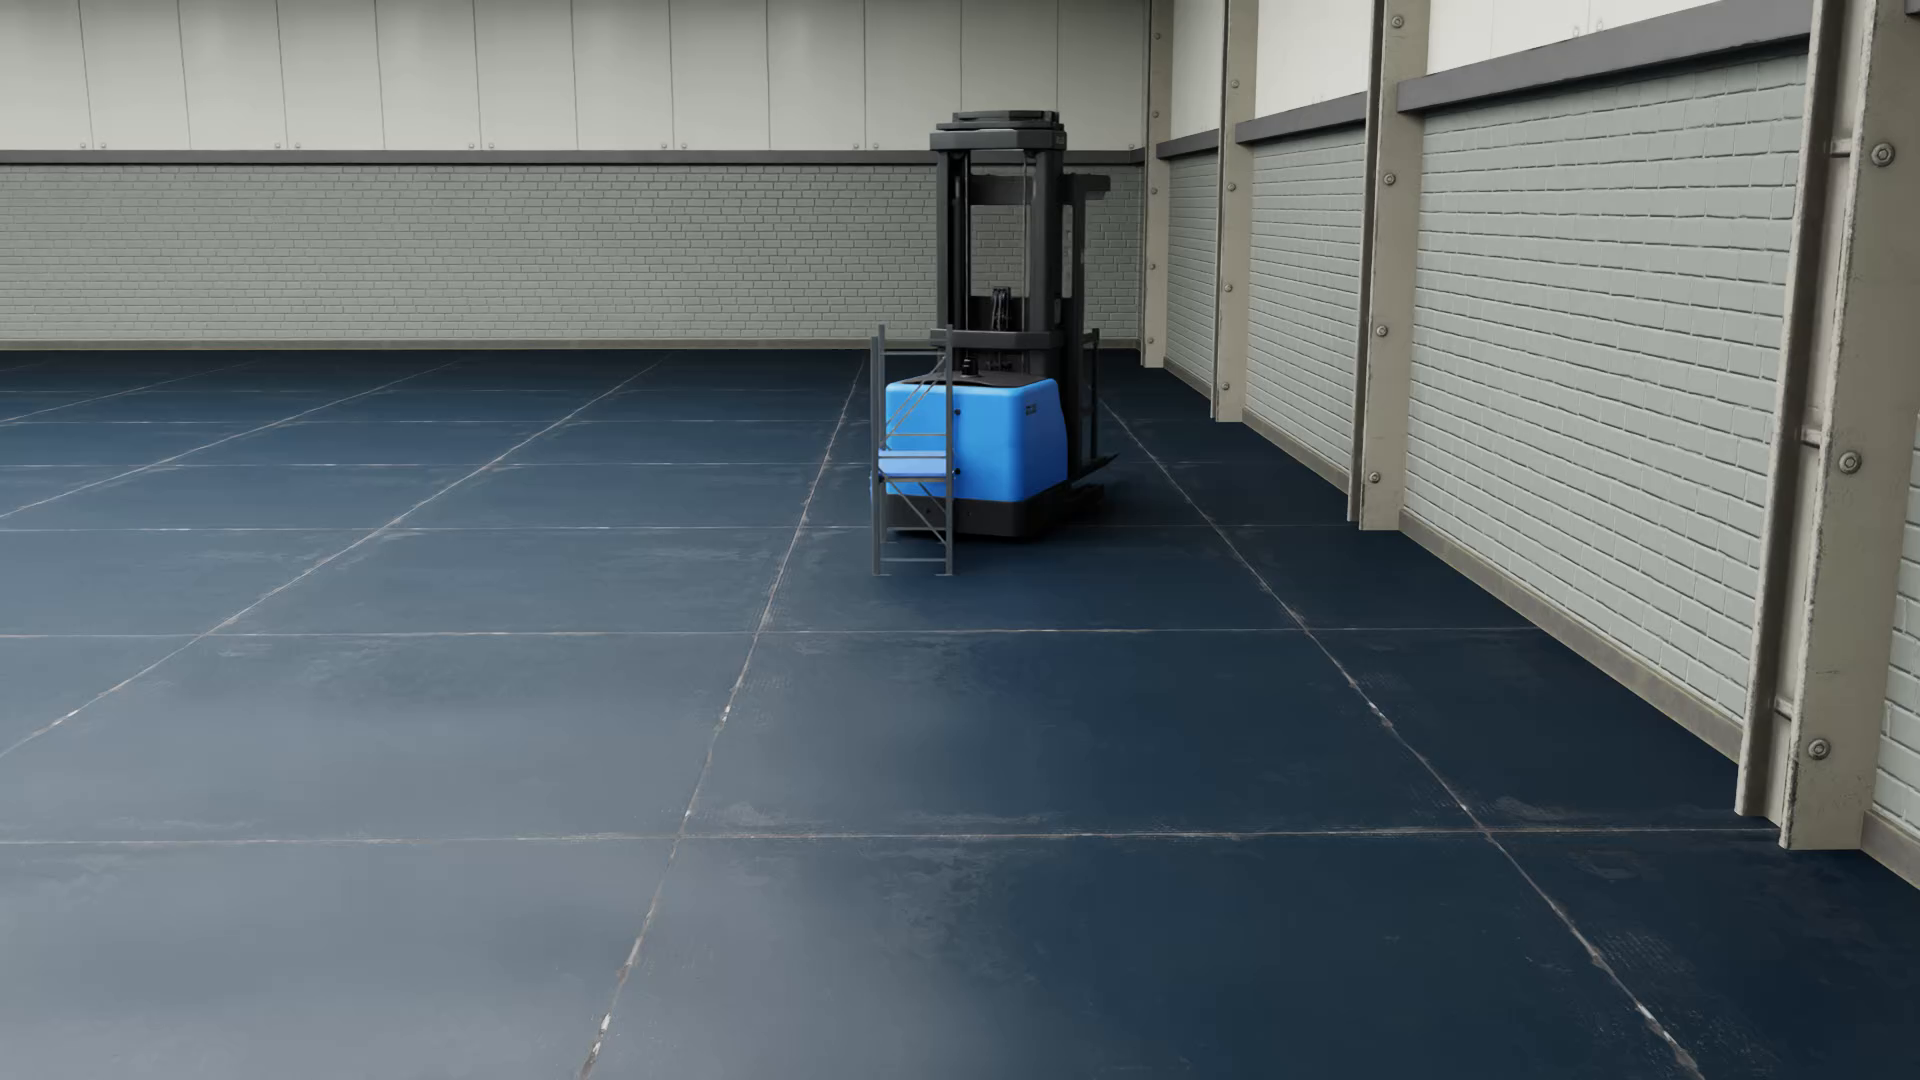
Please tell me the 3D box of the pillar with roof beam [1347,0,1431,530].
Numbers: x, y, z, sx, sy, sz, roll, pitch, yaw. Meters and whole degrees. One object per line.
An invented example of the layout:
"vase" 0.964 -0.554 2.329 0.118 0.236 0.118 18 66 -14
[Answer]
"pillar with roof beam" -1.285 -4.503 11.122 9.100 9.000 0.400 0 11 -1

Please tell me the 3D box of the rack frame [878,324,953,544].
"rack frame" -0.297 -0.709 11.283 0.500 1.500 0.032 0 11 0

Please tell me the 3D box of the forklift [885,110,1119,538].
"forklift" 0.477 -1.699 12.564 1.130 2.935 3.031 4 12 21

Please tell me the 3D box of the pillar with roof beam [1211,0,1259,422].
"pillar with roof beam" -1.409 -5.696 17.001 9.100 9.000 0.400 0 11 -1

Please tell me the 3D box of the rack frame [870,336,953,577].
"rack frame" -0.296 -0.507 10.286 0.500 1.500 0.032 0 11 0

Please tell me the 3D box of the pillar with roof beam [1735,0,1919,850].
"pillar with roof beam" -1.161 -3.310 5.243 9.100 9.000 0.400 0 11 -1

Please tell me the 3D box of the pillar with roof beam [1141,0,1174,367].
"pillar with roof beam" -1.533 -6.888 22.880 9.100 9.000 0.400 0 11 -1

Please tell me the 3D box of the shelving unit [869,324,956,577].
"shelving unit" -0.296 -0.608 10.784 0.538 1.500 1.048 0 11 0

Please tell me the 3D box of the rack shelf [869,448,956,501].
"rack shelf" -0.296 -0.432 10.820 0.538 0.185 1.000 0 11 0
